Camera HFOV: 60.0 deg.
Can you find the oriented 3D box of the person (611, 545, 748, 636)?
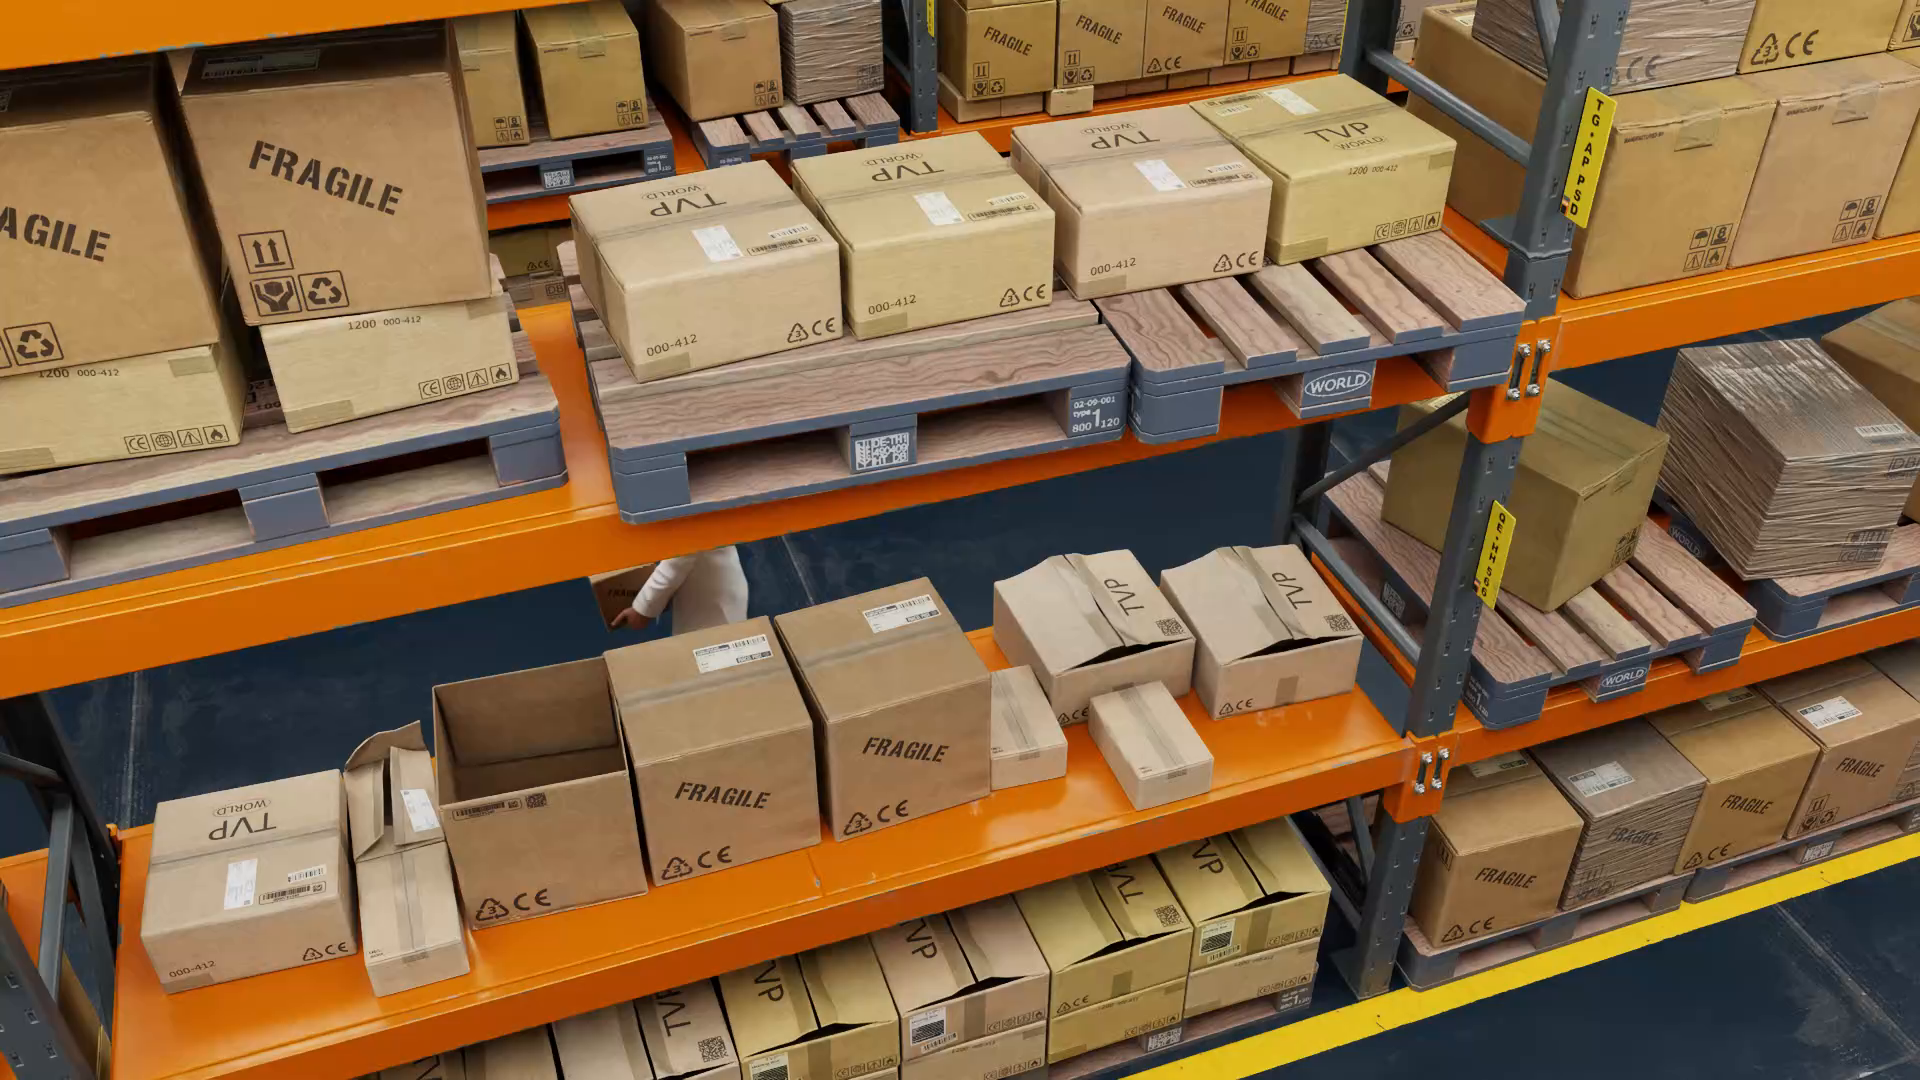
[{"bbox_3d":[-1.109,0.228,6.501,0.551,1.780,0.527,-13,39,-16],"label":"person"}]
